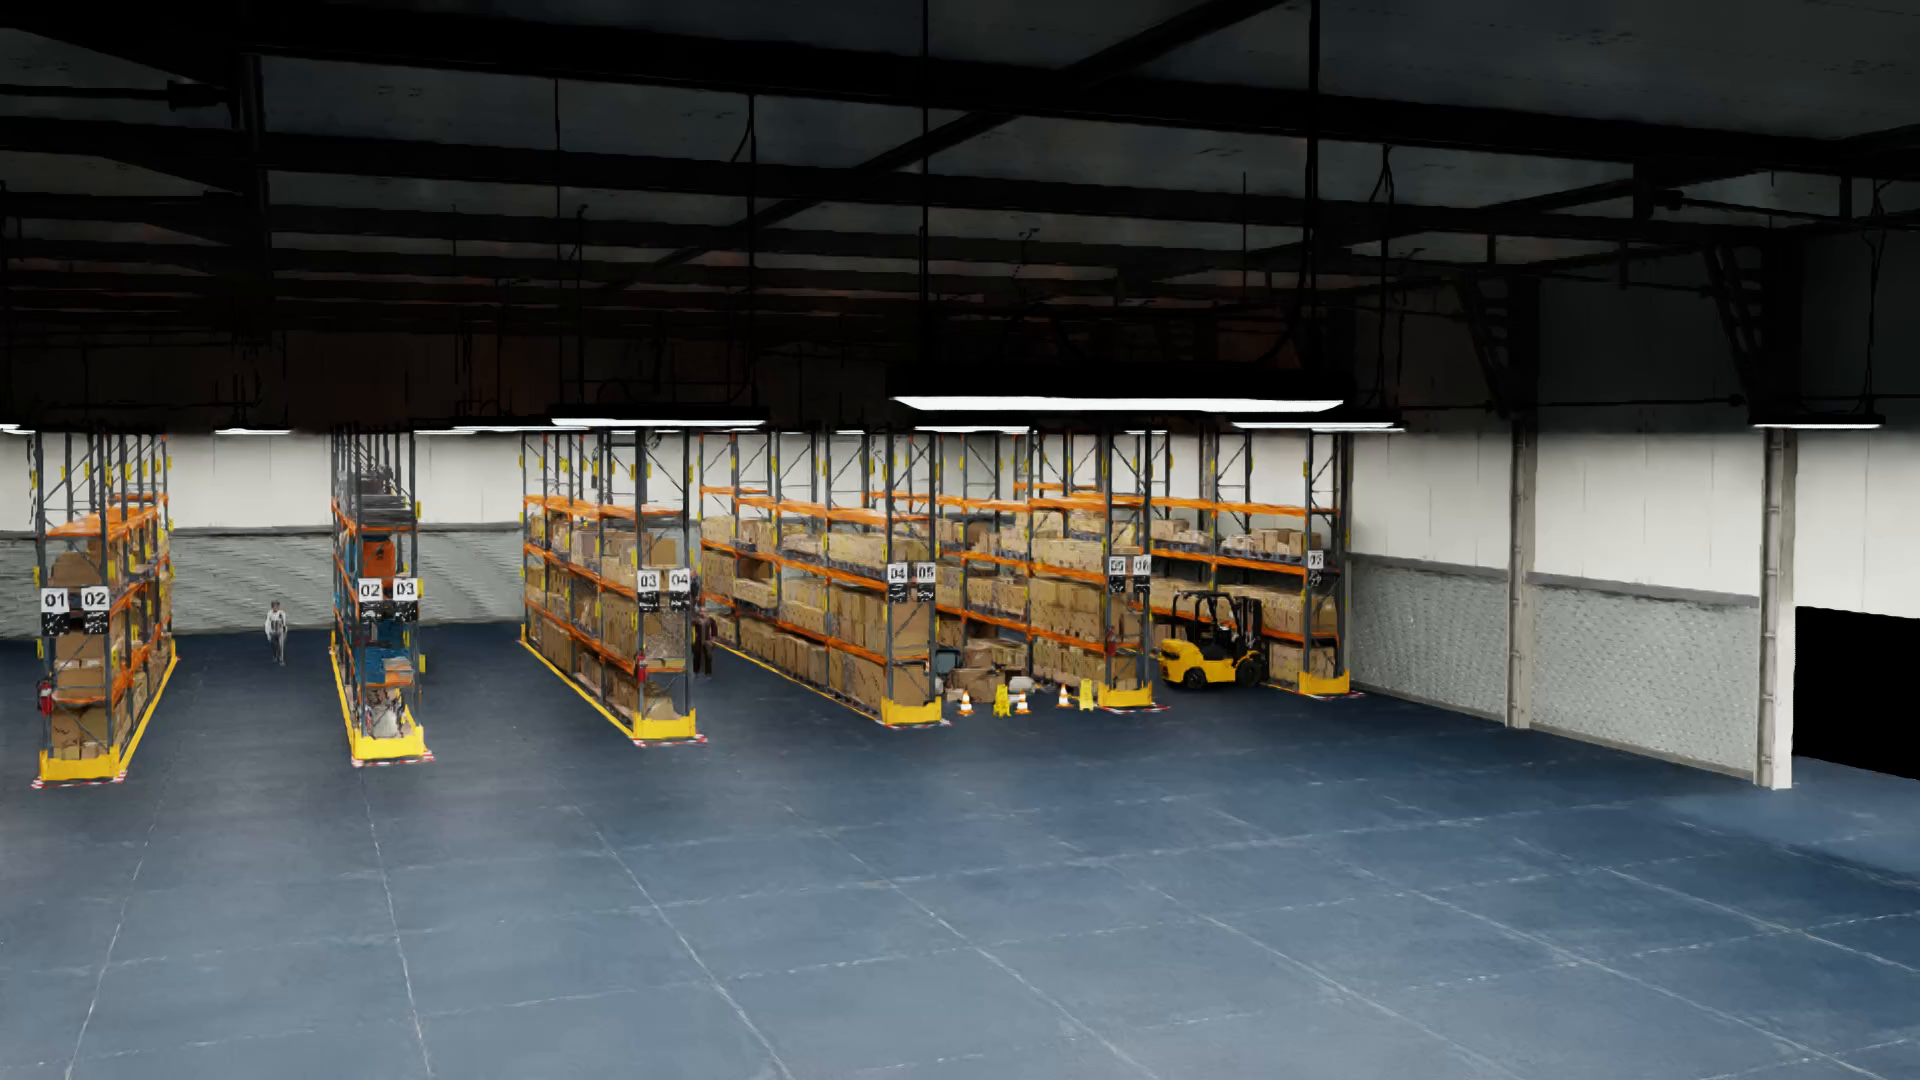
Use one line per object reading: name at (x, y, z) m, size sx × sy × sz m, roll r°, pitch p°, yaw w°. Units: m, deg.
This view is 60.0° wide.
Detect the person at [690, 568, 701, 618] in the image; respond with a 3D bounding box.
person at (-8.031, 1.754, 50.724) m, size 0.566 × 1.624 × 0.614 m, roll 2°, pitch 4°, yaw 35°

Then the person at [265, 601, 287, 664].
person at (-17.168, 2.296, 41.742) m, size 0.495 × 1.580 × 1.086 m, roll -1°, pitch 4°, yaw -20°

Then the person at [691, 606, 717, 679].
person at (-6.095, 2.405, 39.359) m, size 0.736 × 1.715 × 0.903 m, roll -1°, pitch 4°, yaw -17°
